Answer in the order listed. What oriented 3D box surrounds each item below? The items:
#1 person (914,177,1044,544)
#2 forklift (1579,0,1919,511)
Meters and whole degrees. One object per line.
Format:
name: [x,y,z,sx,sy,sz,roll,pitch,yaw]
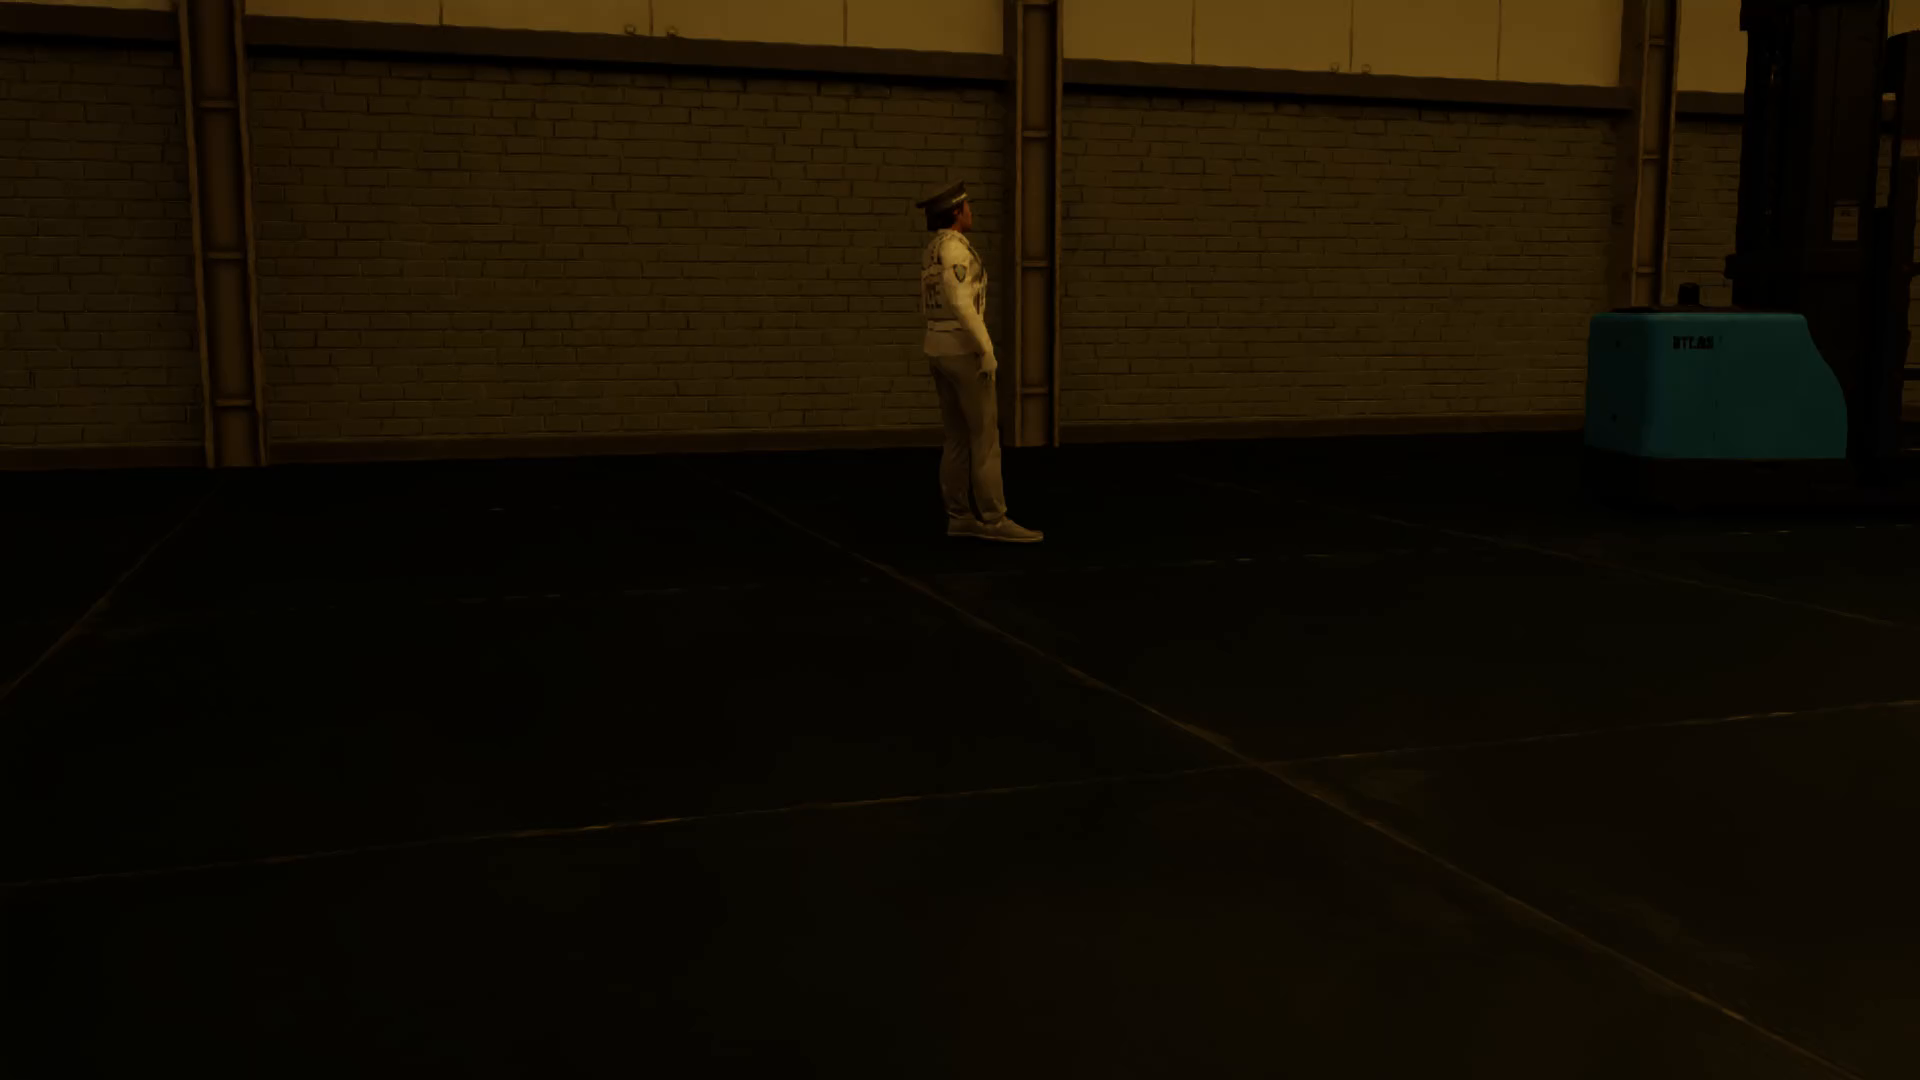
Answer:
person: [0.066,-0.849,7.823,0.533,1.695,0.586,-3,8,-18]
forklift: [5.138,-1.641,9.111,3.031,2.935,1.130,0,8,1]
